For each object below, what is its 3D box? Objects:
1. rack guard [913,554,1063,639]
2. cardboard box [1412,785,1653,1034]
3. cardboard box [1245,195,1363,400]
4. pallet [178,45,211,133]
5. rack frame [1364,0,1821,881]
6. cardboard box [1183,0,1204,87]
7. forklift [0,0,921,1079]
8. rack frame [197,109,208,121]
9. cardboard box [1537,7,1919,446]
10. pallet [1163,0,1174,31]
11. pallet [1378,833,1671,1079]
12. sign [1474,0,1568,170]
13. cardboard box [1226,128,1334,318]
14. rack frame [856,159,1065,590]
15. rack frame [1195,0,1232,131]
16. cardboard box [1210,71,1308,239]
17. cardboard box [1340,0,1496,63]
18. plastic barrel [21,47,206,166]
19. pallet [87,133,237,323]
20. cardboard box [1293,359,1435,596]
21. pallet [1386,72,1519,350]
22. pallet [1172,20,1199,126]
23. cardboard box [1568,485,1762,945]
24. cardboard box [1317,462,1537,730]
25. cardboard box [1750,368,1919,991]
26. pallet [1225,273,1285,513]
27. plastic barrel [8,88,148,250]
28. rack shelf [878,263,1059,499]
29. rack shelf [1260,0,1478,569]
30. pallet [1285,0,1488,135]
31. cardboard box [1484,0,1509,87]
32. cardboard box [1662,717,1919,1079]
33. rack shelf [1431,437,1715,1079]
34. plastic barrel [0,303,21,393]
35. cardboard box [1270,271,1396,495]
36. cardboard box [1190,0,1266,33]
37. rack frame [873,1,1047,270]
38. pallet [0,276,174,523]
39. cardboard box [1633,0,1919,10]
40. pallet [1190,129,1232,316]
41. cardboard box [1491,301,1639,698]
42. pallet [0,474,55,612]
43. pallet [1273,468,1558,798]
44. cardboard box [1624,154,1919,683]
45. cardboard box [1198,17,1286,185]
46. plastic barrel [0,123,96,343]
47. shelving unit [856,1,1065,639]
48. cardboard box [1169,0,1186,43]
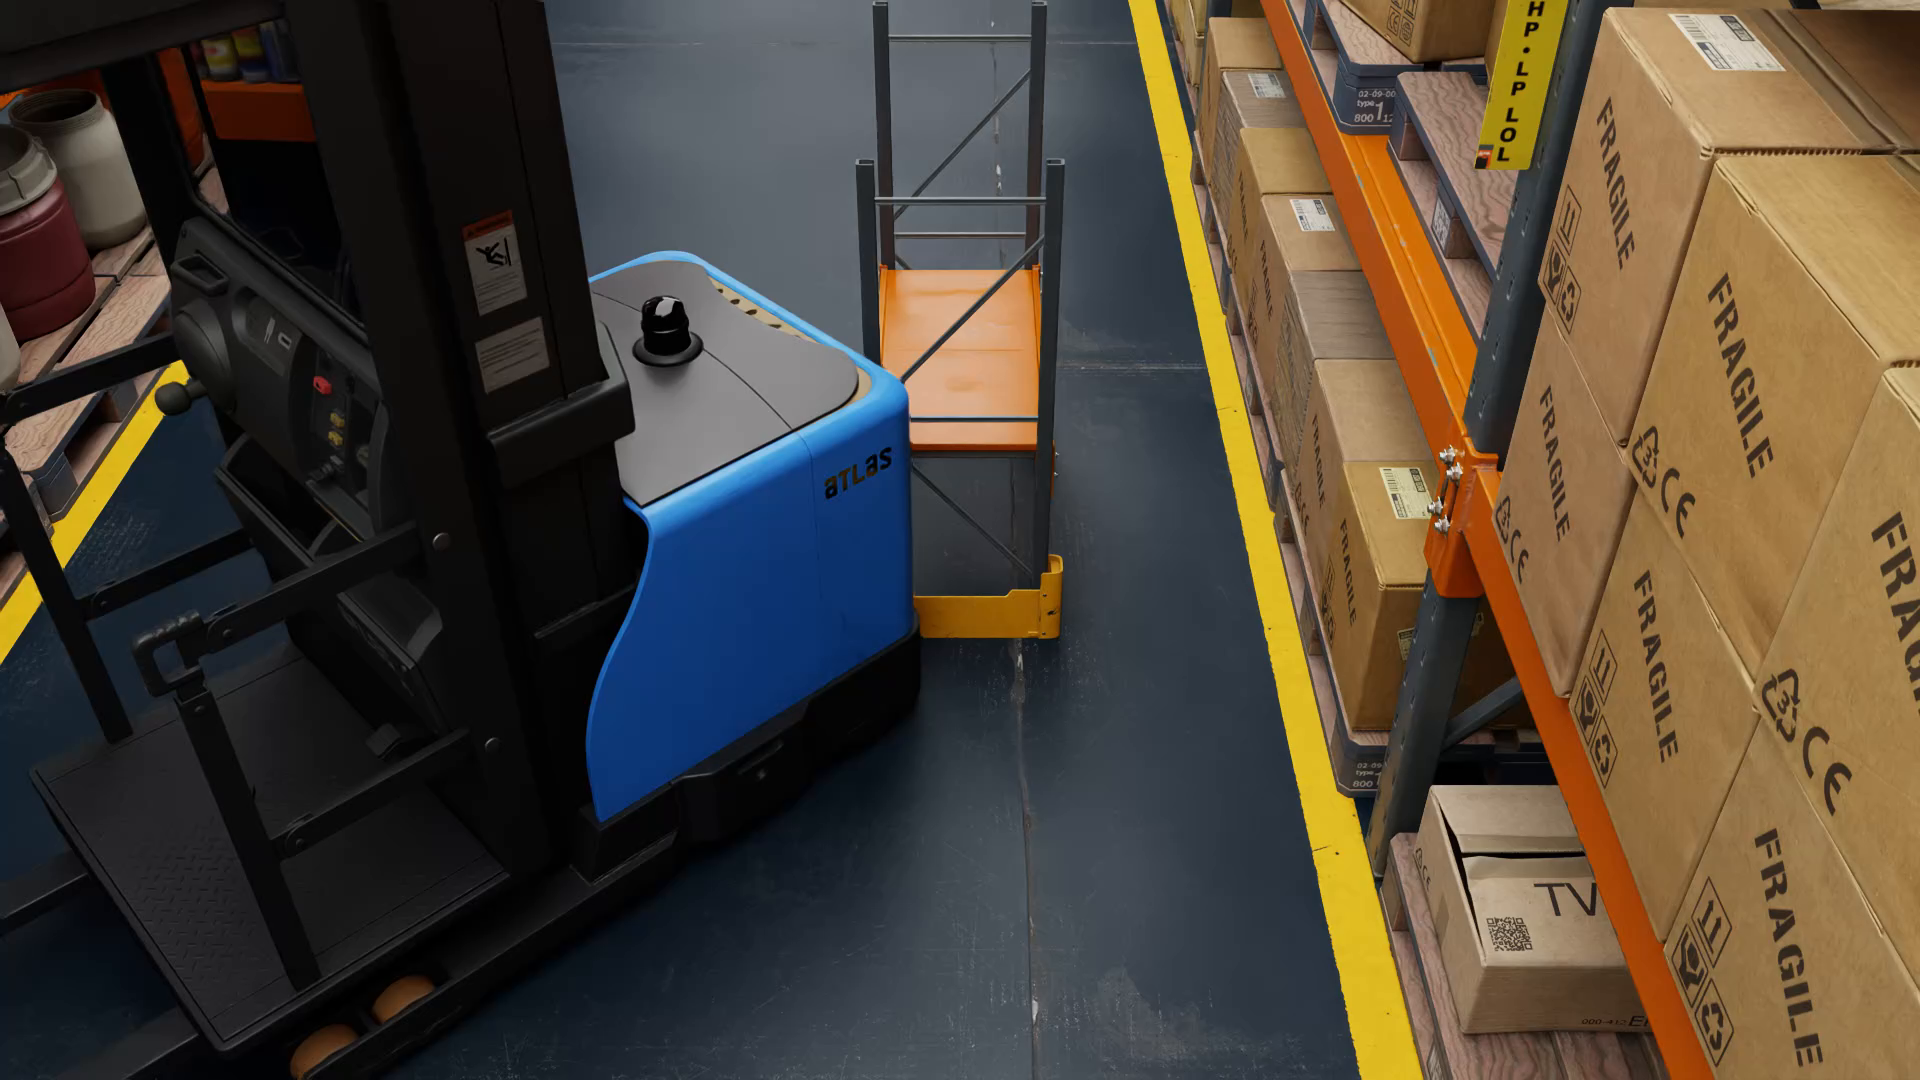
[{"bbox_3d":[0.000,0.166,4.843,0.587,0.250,0.087,0,39,0],"label":"rack guard"},{"bbox_3d":[1.325,0.786,3.668,0.500,0.311,0.500,0,39,0],"label":"cardboard box"},{"bbox_3d":[1.258,-0.799,5.496,0.500,0.500,0.500,-1,39,-2],"label":"cardboard box"},{"bbox_3d":[-3.379,-2.250,7.889,1.003,0.211,1.213,0,39,0],"label":"pallet"},{"bbox_3d":[1.541,-0.354,3.293,1.000,3.000,0.127,0,39,0],"label":"rack frame"},{"bbox_3d":[1.292,-2.275,7.553,0.500,0.250,0.500,1,39,1],"label":"cardboard box"},{"bbox_3d":[-1.527,-0.271,3.245,3.031,2.935,1.130,-30,48,-32],"label":"forklift"},{"bbox_3d":[-3.417,-2.854,6.413,1.000,3.000,0.127,0,39,0],"label":"rack frame"},{"bbox_3d":[1.260,-0.488,2.581,0.500,0.500,0.500,1,39,1],"label":"cardboard box"},{"bbox_3d":[1.576,-3.043,8.878,1.003,0.211,1.213,0,39,0],"label":"pallet"},{"bbox_3d":[1.541,1.164,3.629,1.003,0.211,1.213,0,39,0],"label":"pallet"},{"bbox_3d":[0.986,-0.803,2.927,0.100,0.325,0.005,0,39,0],"label":"sign"},{"bbox_3d":[1.253,-1.125,5.903,0.500,0.500,0.500,-1,39,-1],"label":"cardboard box"},{"bbox_3d":[0.000,-0.321,4.451,0.500,1.500,0.032,0,39,0],"label":"rack frame"},{"bbox_3d":[1.536,-2.855,6.414,1.000,3.000,0.127,0,39,0],"label":"rack frame"},{"bbox_3d":[1.257,-1.439,6.294,0.500,0.500,0.500,-1,39,-2],"label":"cardboard box"},{"bbox_3d":[1.477,-1.661,4.509,0.700,0.500,0.500,-9,40,-11],"label":"cardboard box"},{"bbox_3d":[-3.400,-1.865,6.578,0.600,0.830,0.708,0,39,0],"label":"plastic barrel"},{"bbox_3d":[-3.375,-1.273,6.669,1.003,0.211,1.213,0,39,0],"label":"pallet"},{"bbox_3d":[1.261,-0.167,4.707,0.500,0.500,0.500,0,39,0],"label":"cardboard box"},{"bbox_3d":[1.649,-0.779,3.976,1.003,0.211,1.213,0,39,0],"label":"pallet"},{"bbox_3d":[1.574,-2.282,7.929,1.003,0.211,1.213,0,39,0],"label":"pallet"},{"bbox_3d":[1.273,0.246,2.464,0.500,0.500,0.500,1,39,1],"label":"cardboard box"},{"bbox_3d":[1.254,0.142,4.322,0.500,0.500,0.500,0,39,0],"label":"cardboard box"},{"bbox_3d":[1.261,0.156,1.777,0.500,0.500,0.500,-1,39,-1],"label":"cardboard box"},{"bbox_3d":[1.498,-0.539,5.754,1.003,0.211,1.213,0,39,0],"label":"pallet"},{"bbox_3d":[-3.310,-1.388,6.237,0.421,0.512,0.421,0,39,0],"label":"plastic barrel"},{"bbox_3d":[0.000,-0.498,4.960,0.538,0.185,1.000,0,39,0],"label":"rack shelf"},{"bbox_3d":[1.538,-1.324,5.078,1.077,0.370,4.000,0,39,0],"label":"rack shelf"},{"bbox_3d":[1.543,-1.564,4.957,1.003,0.211,1.213,0,39,0],"label":"pallet"},{"bbox_3d":[1.700,-1.283,4.037,0.700,0.500,0.500,6,39,7],"label":"cardboard box"},{"bbox_3d":[1.271,0.559,2.074,0.500,0.500,0.500,0,39,0],"label":"cardboard box"},{"bbox_3d":[1.543,1.178,1.957,1.077,0.370,4.000,0,39,0],"label":"rack shelf"},{"bbox_3d":[-3.308,-0.682,5.356,0.421,0.512,0.421,0,39,0],"label":"plastic barrel"},{"bbox_3d":[1.261,-0.481,5.099,0.500,0.500,0.500,0,39,1],"label":"cardboard box"},{"bbox_3d":[1.289,-2.492,7.376,0.500,0.311,0.500,1,39,1],"label":"cardboard box"},{"bbox_3d":[-0.001,-0.957,5.244,0.500,1.500,0.032,0,39,0],"label":"rack frame"},{"bbox_3d":[-3.376,-0.512,5.720,1.003,0.211,1.213,0,39,0],"label":"pallet"},{"bbox_3d":[1.764,-0.853,3.500,0.700,0.500,0.500,-13,40,-15],"label":"cardboard box"},{"bbox_3d":[1.499,-1.300,6.703,1.003,0.211,1.213,0,39,0],"label":"pallet"},{"bbox_3d":[1.269,-0.074,2.863,0.500,0.500,0.500,1,39,1],"label":"cardboard box"},{"bbox_3d":[-3.372,0.253,4.765,1.003,0.211,1.213,0,39,0],"label":"pallet"},{"bbox_3d":[1.502,0.226,4.799,1.003,0.211,1.213,0,39,0],"label":"pallet"},{"bbox_3d":[1.261,-0.165,2.178,0.500,0.500,0.500,-1,39,-1],"label":"cardboard box"},{"bbox_3d":[1.251,-1.767,6.703,0.500,0.500,0.500,2,39,2],"label":"cardboard box"},{"bbox_3d":[-3.398,-1.065,5.772,0.600,0.588,0.708,0,39,0],"label":"plastic barrel"},{"bbox_3d":[0.000,-0.633,4.840,0.587,1.500,1.083,0,39,0],"label":"shelving unit"},{"bbox_3d":[1.287,-2.597,7.955,0.500,0.250,0.500,0,39,-1],"label":"cardboard box"}]
